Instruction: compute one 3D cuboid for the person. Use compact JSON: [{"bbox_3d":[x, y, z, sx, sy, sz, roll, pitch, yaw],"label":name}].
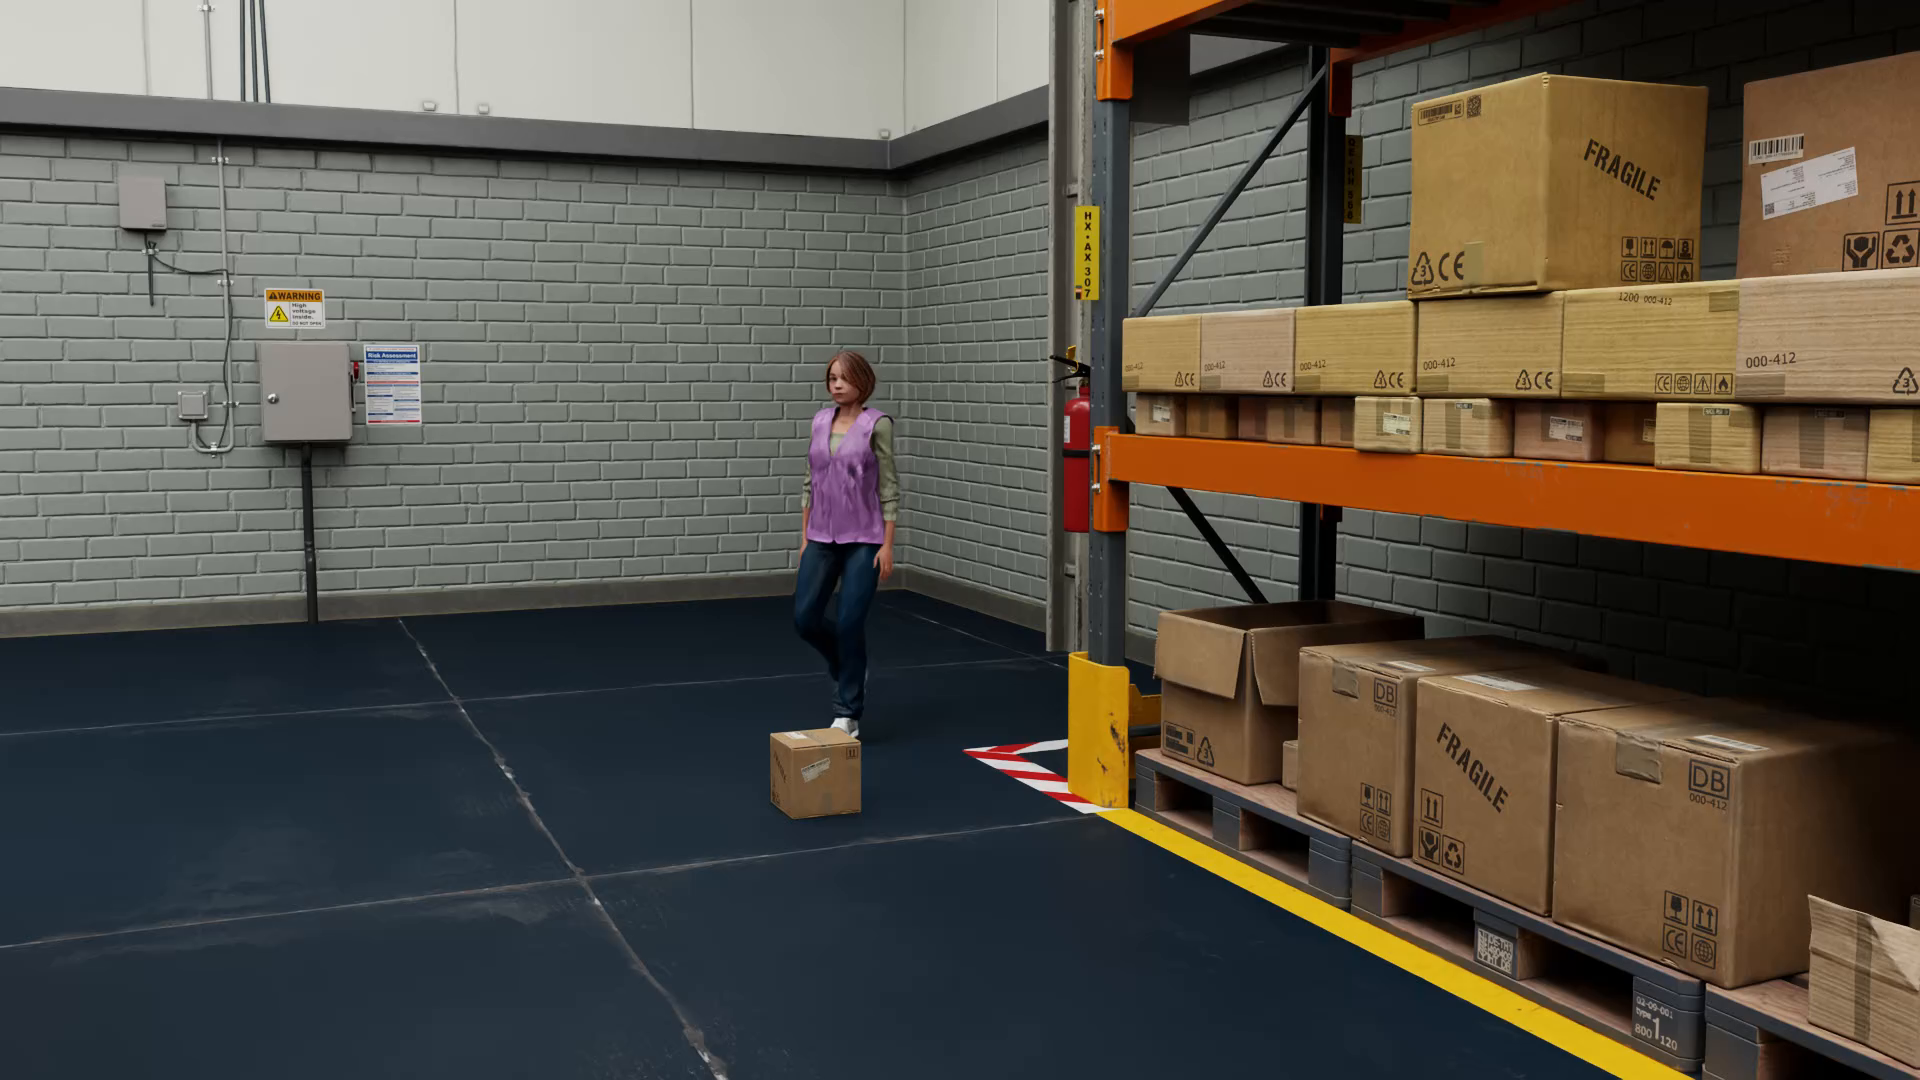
[{"bbox_3d":[-0.456,0.024,6.795,0.452,1.580,0.497,2,6,22],"label":"person"}]
